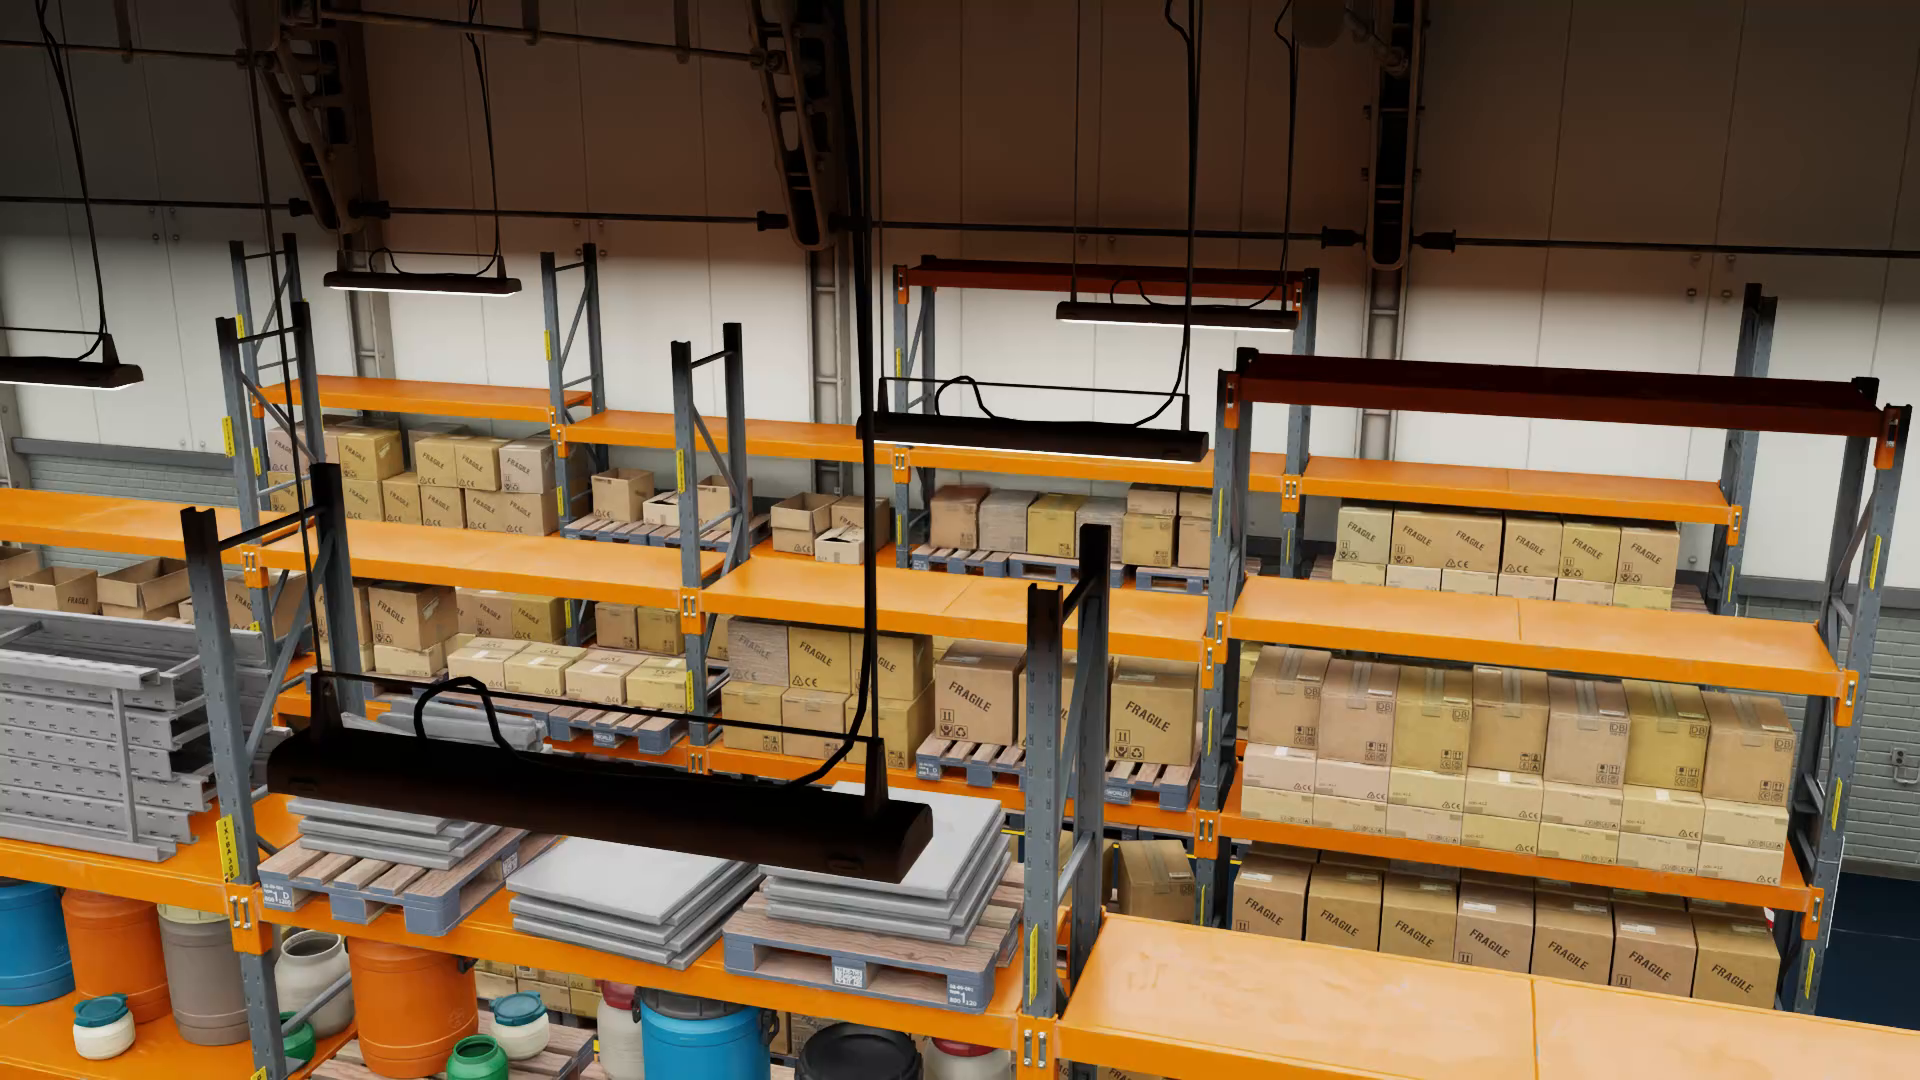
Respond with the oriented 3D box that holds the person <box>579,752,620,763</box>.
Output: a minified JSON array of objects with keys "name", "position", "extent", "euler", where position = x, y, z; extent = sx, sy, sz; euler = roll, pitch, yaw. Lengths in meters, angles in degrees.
[{"name":"person","position":[-3.602,2.715,16.318],"extent":[0.541,1.820,0.718],"euler":[13,21,38]}]
